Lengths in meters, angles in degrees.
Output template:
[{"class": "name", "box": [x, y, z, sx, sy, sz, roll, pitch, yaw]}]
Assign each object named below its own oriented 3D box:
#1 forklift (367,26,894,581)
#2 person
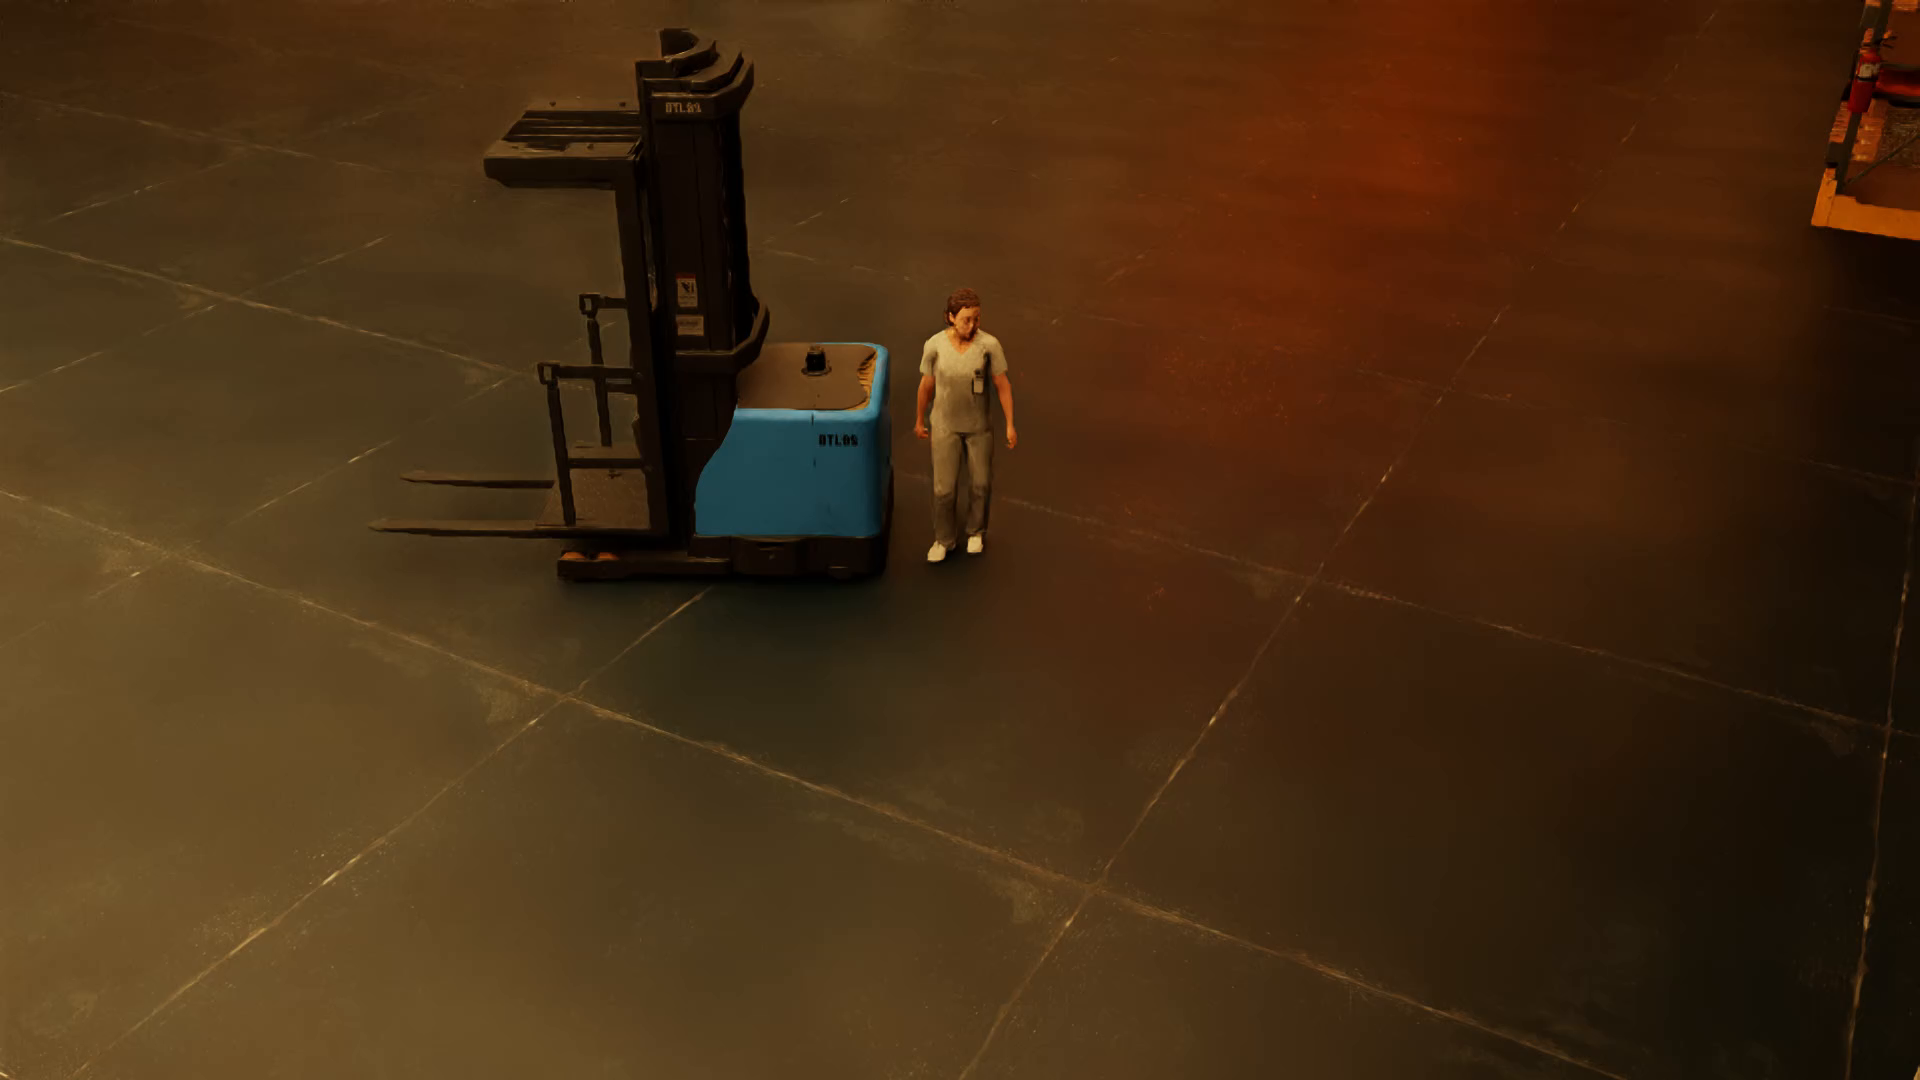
[{"class": "forklift", "box": [-1.934, -1.296, 9.317, 3.031, 2.935, 1.130, 1, 30, 1]}, {"class": "person", "box": [0.029, -0.662, 9.510, 0.577, 1.654, 0.421, -3, 30, -5]}]
